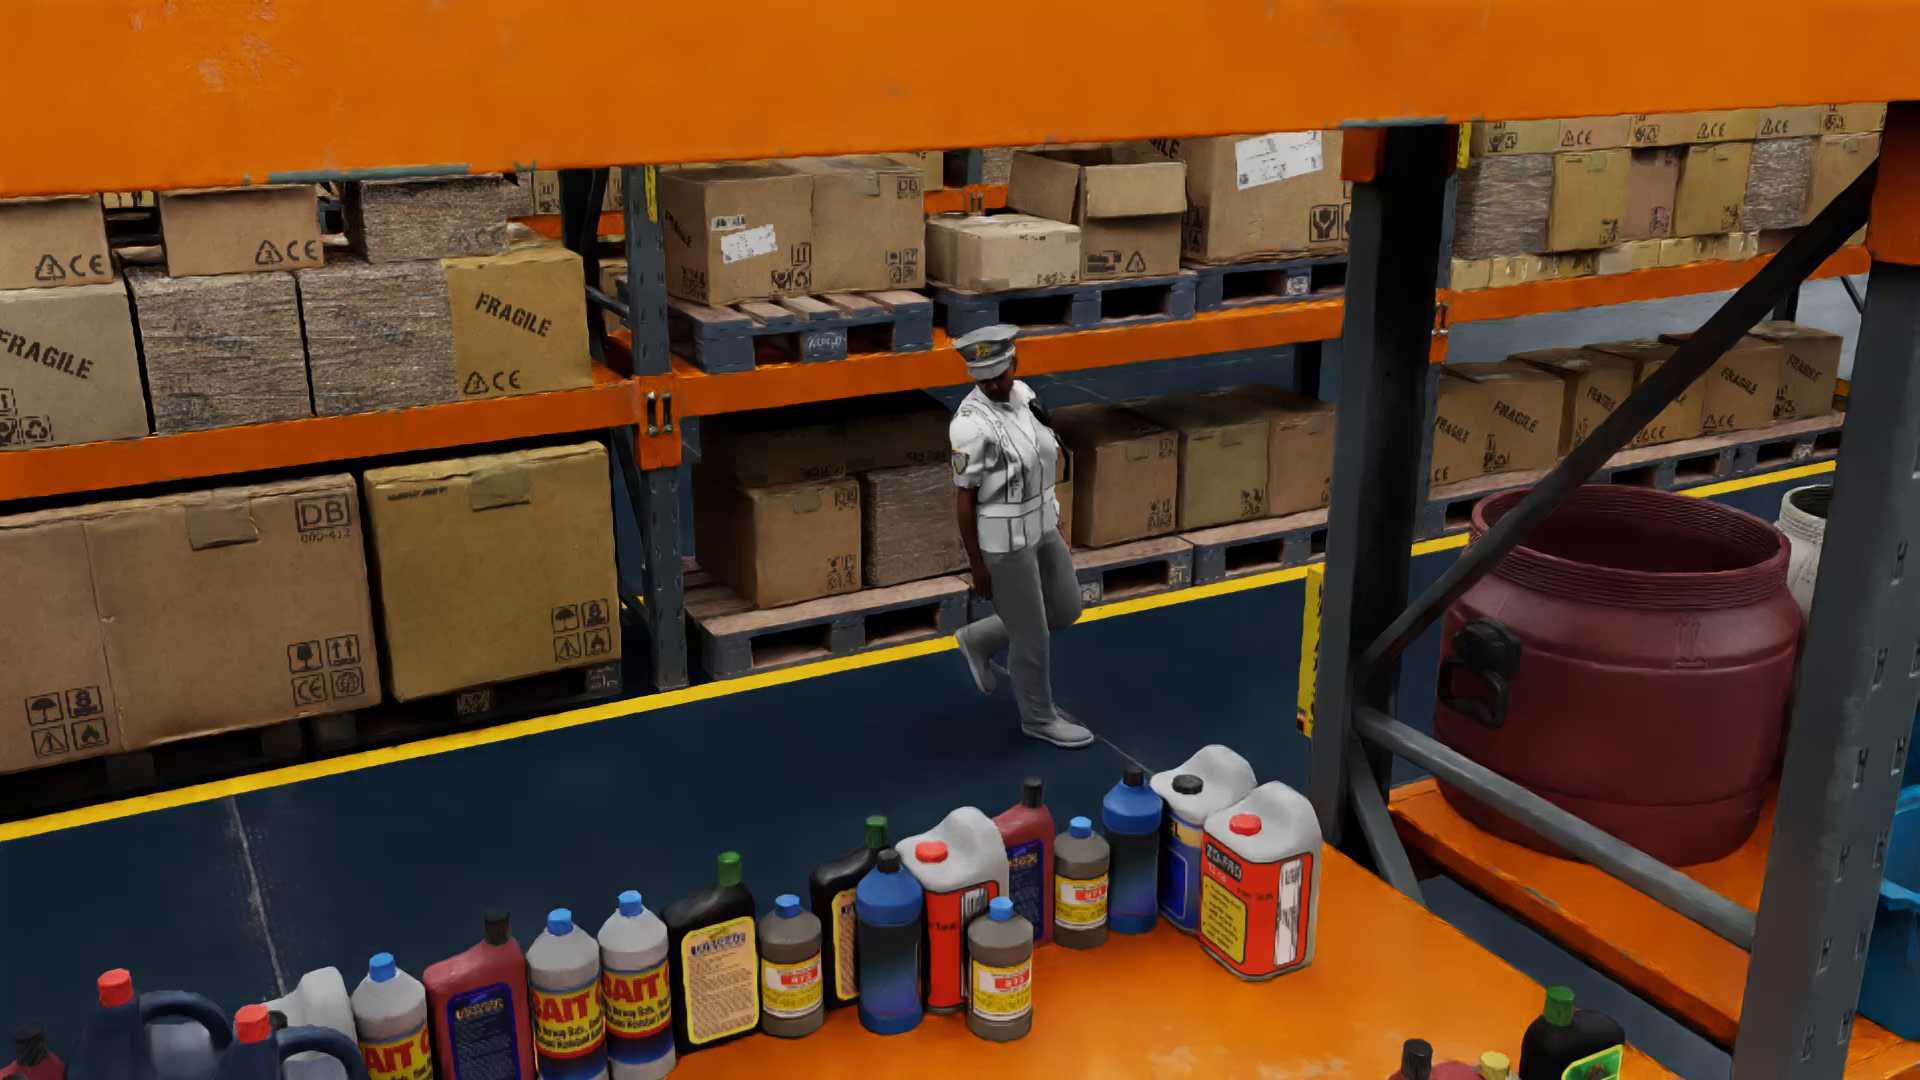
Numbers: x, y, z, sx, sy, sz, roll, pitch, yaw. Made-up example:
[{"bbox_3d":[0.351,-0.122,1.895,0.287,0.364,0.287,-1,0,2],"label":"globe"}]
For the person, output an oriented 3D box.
[{"bbox_3d":[0.172,0.001,6.103,0.605,1.629,0.540,12,22,31],"label":"person"}]
